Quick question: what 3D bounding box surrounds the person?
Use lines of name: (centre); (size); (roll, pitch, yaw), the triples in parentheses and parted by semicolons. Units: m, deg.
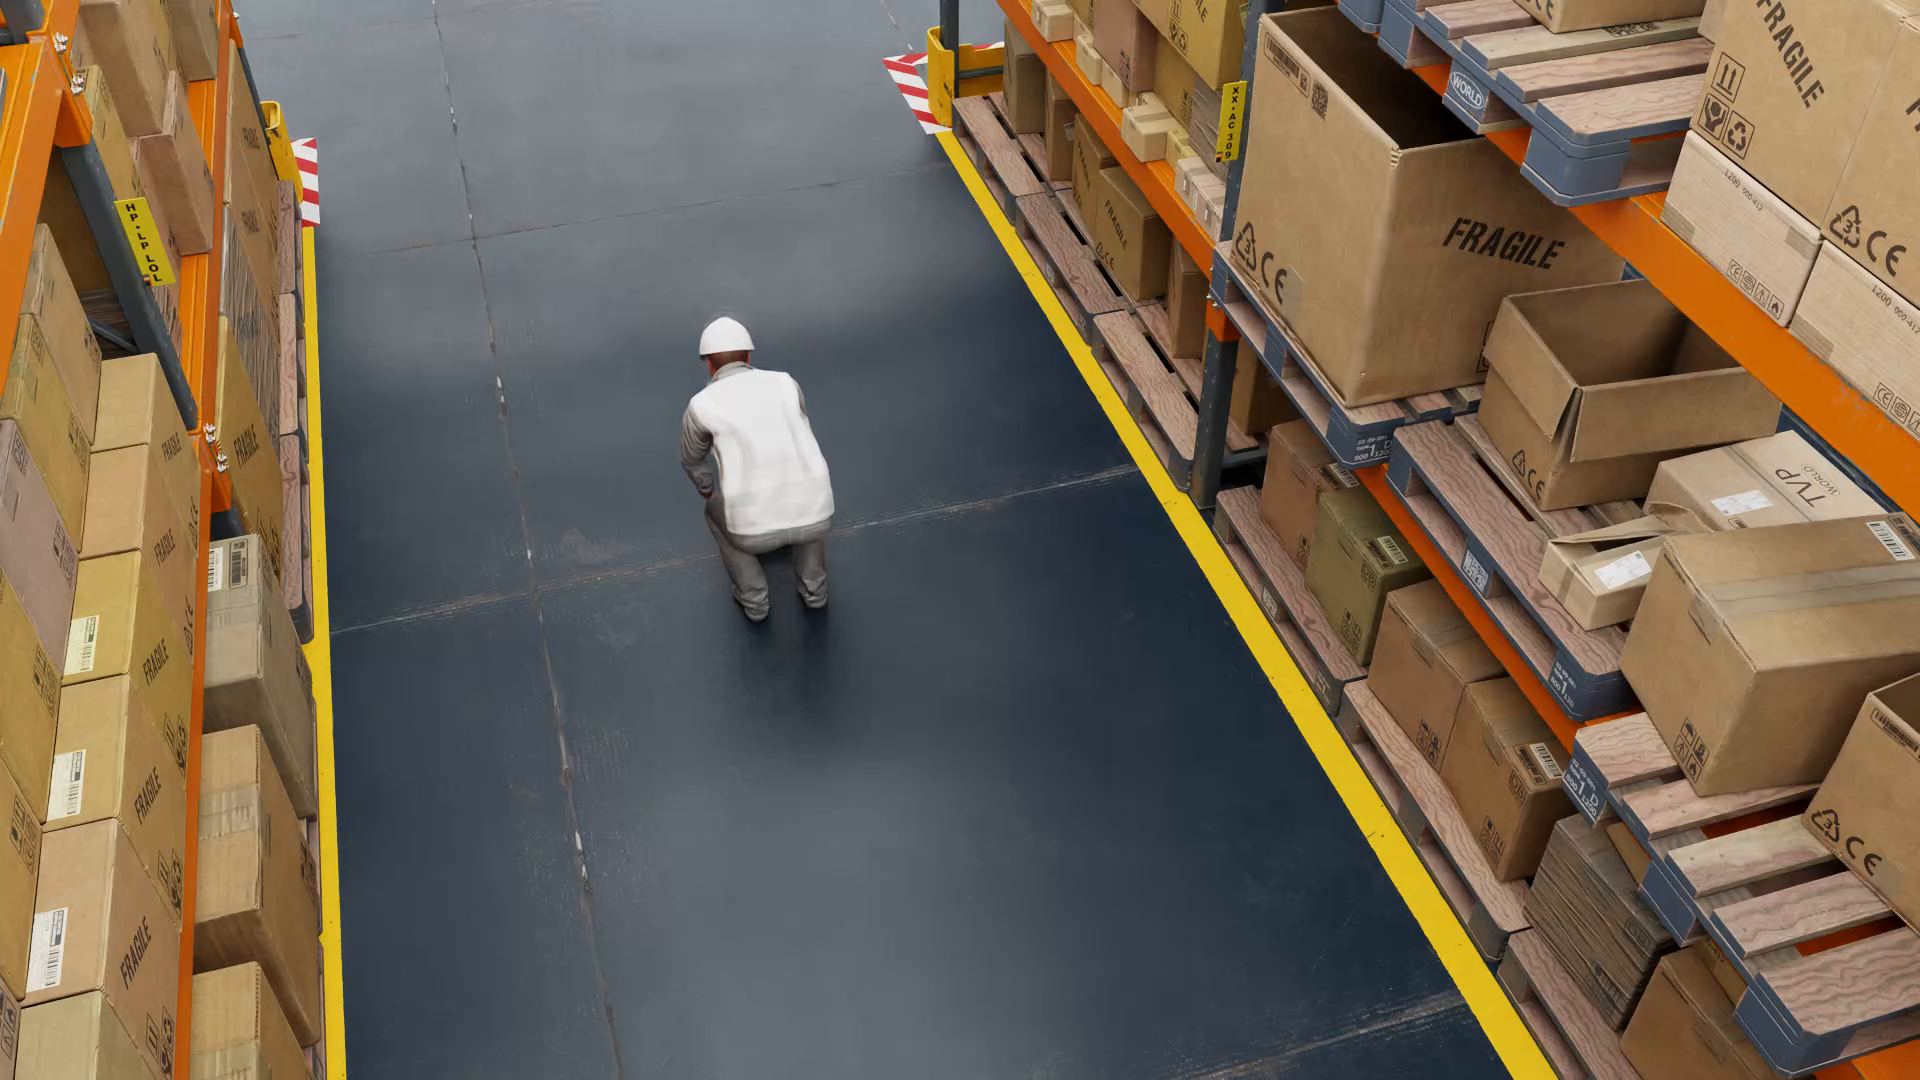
person: (-0.847, -0.253, 6.887); (0.564, 1.154, 0.869); (-12, 43, -13)
